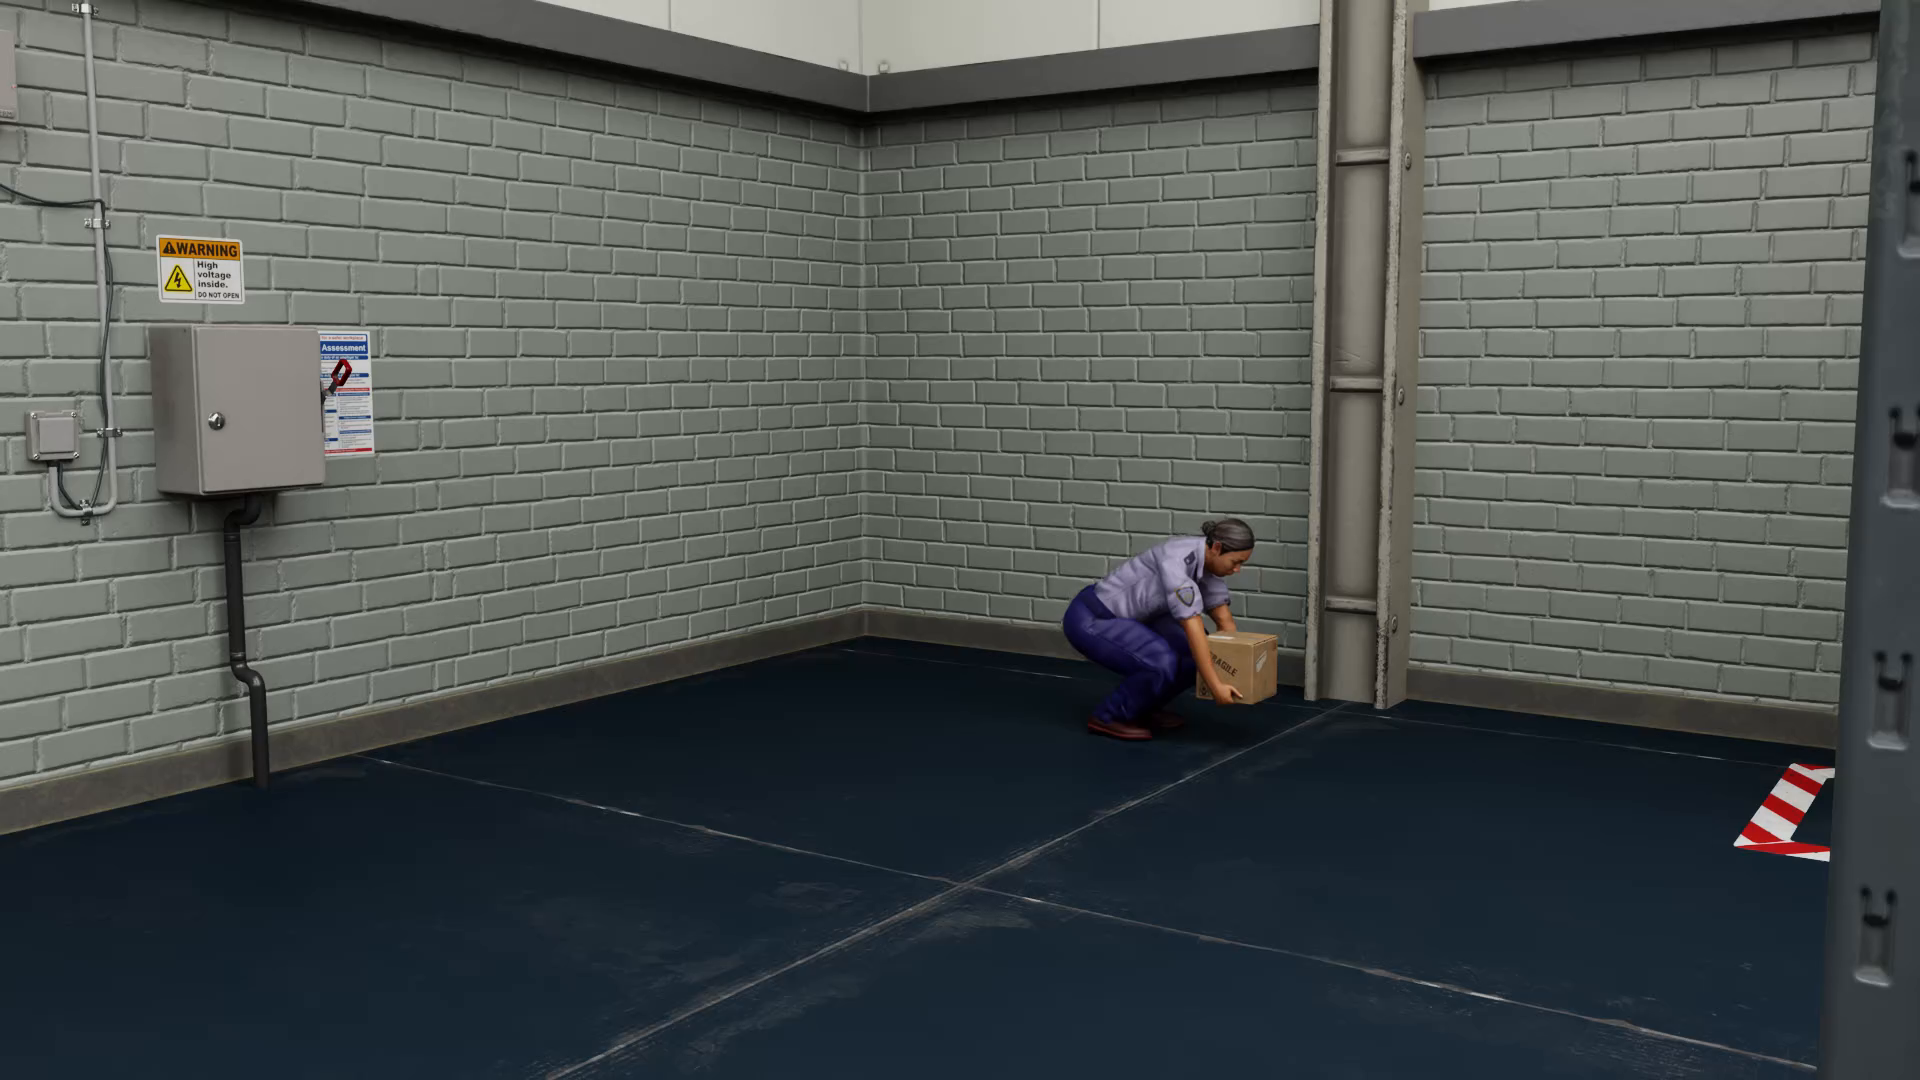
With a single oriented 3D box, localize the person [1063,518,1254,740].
[{"bbox_3d":[0.869,0.372,7.038,0.848,0.933,0.508,4,8,32],"label":"person"}]
